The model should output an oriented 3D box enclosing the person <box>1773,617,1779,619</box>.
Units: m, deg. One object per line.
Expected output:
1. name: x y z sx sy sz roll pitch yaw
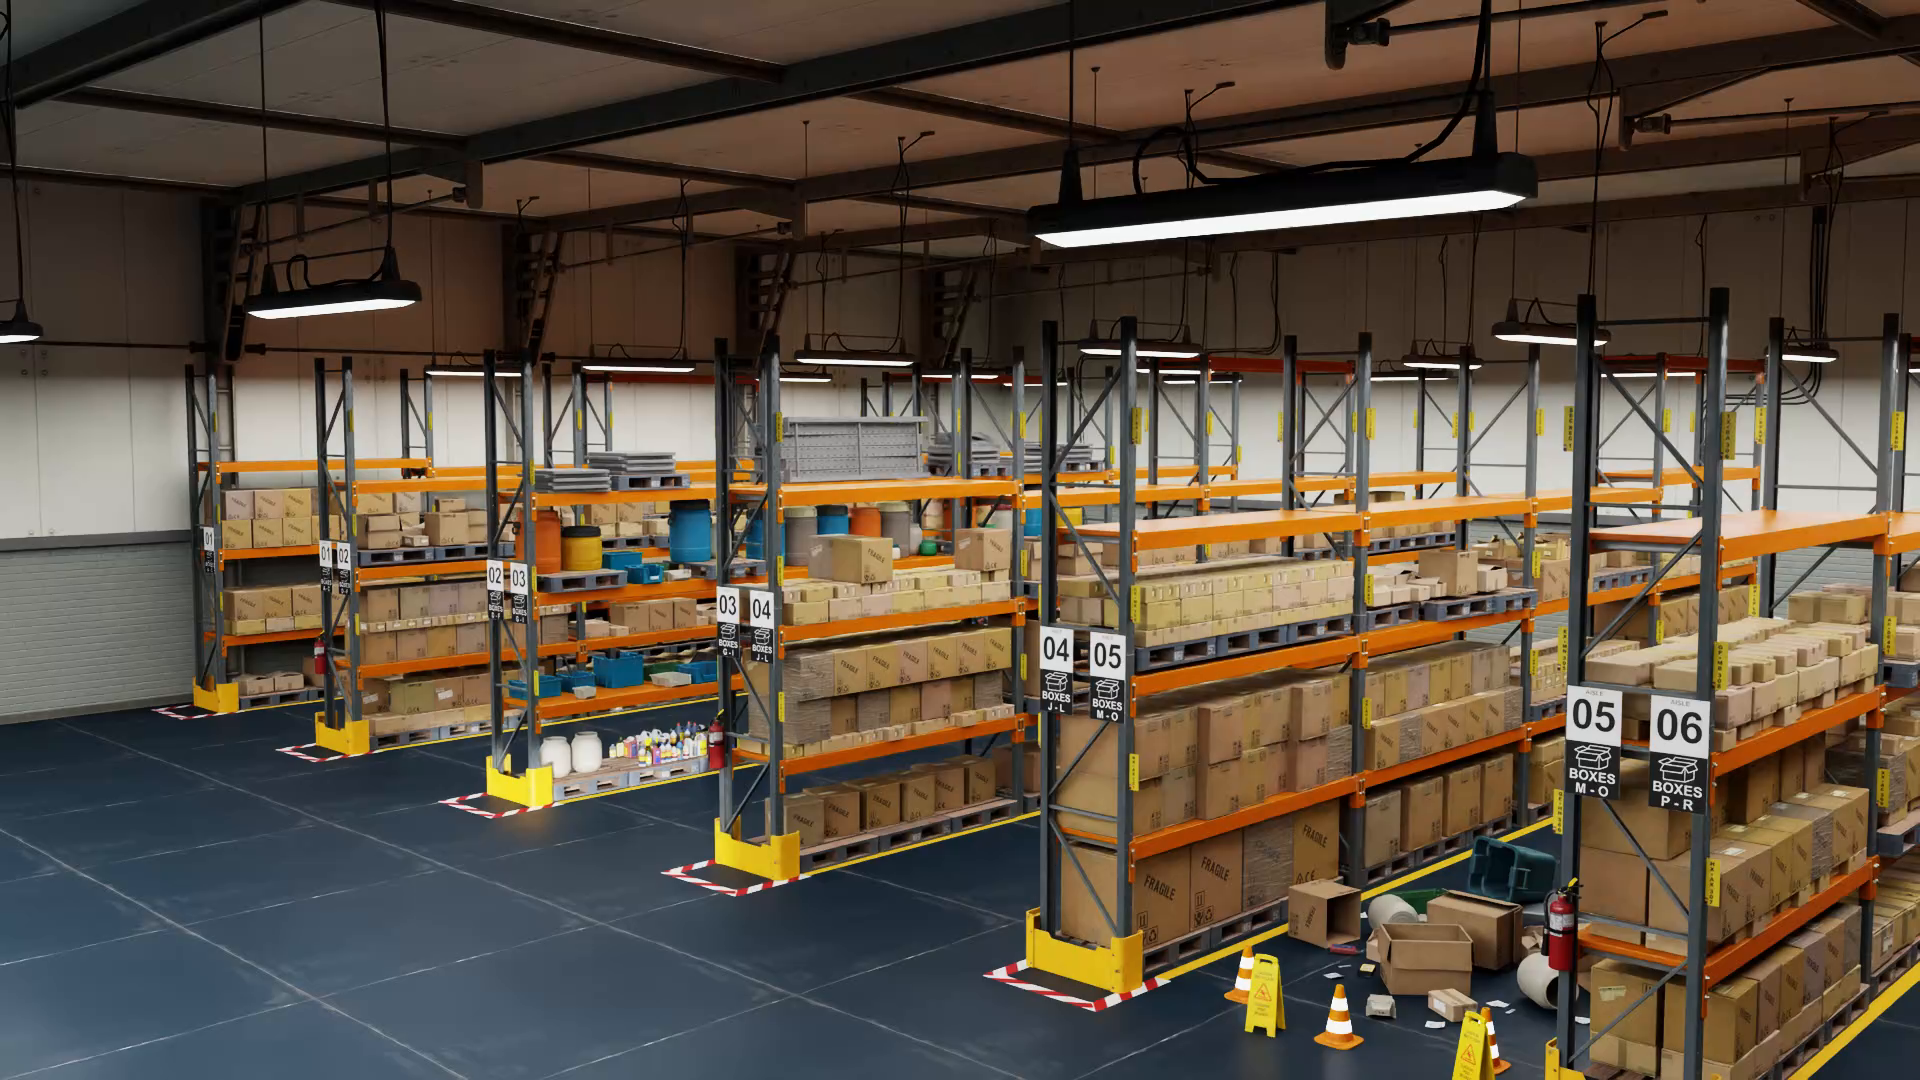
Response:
1. person: 13.435 2.166 27.594 0.478 1.802 0.565 2 5 19
